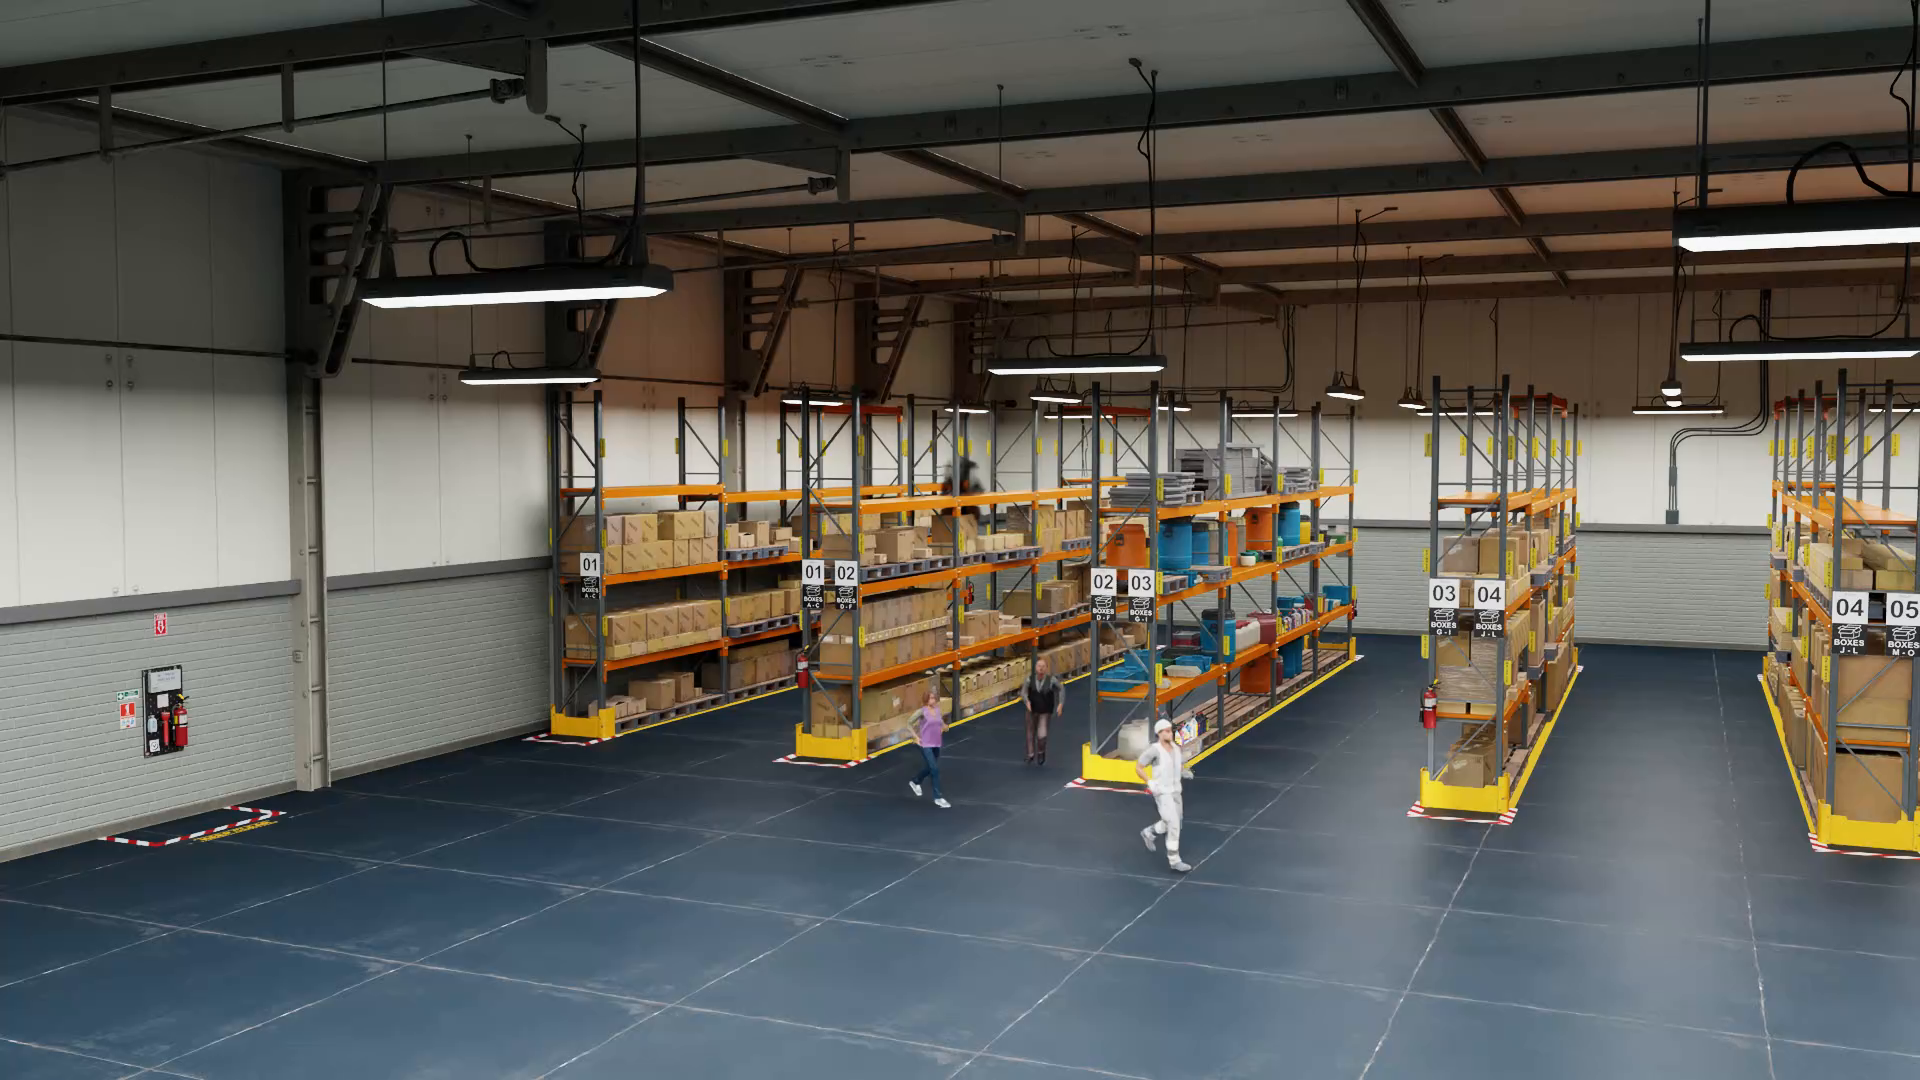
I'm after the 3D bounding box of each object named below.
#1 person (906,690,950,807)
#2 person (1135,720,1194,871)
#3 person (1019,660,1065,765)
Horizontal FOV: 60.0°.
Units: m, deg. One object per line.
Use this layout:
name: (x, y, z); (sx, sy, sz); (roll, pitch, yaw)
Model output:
person: (-0.434, 2.895, 23.295); (0.893, 1.586, 0.536); (3, 4, 45)
person: (2.441, 3.024, 19.868); (0.669, 1.761, 0.876); (-3, 4, -40)
person: (1.274, 2.708, 26.103); (0.698, 1.669, 0.679); (1, 3, 14)
